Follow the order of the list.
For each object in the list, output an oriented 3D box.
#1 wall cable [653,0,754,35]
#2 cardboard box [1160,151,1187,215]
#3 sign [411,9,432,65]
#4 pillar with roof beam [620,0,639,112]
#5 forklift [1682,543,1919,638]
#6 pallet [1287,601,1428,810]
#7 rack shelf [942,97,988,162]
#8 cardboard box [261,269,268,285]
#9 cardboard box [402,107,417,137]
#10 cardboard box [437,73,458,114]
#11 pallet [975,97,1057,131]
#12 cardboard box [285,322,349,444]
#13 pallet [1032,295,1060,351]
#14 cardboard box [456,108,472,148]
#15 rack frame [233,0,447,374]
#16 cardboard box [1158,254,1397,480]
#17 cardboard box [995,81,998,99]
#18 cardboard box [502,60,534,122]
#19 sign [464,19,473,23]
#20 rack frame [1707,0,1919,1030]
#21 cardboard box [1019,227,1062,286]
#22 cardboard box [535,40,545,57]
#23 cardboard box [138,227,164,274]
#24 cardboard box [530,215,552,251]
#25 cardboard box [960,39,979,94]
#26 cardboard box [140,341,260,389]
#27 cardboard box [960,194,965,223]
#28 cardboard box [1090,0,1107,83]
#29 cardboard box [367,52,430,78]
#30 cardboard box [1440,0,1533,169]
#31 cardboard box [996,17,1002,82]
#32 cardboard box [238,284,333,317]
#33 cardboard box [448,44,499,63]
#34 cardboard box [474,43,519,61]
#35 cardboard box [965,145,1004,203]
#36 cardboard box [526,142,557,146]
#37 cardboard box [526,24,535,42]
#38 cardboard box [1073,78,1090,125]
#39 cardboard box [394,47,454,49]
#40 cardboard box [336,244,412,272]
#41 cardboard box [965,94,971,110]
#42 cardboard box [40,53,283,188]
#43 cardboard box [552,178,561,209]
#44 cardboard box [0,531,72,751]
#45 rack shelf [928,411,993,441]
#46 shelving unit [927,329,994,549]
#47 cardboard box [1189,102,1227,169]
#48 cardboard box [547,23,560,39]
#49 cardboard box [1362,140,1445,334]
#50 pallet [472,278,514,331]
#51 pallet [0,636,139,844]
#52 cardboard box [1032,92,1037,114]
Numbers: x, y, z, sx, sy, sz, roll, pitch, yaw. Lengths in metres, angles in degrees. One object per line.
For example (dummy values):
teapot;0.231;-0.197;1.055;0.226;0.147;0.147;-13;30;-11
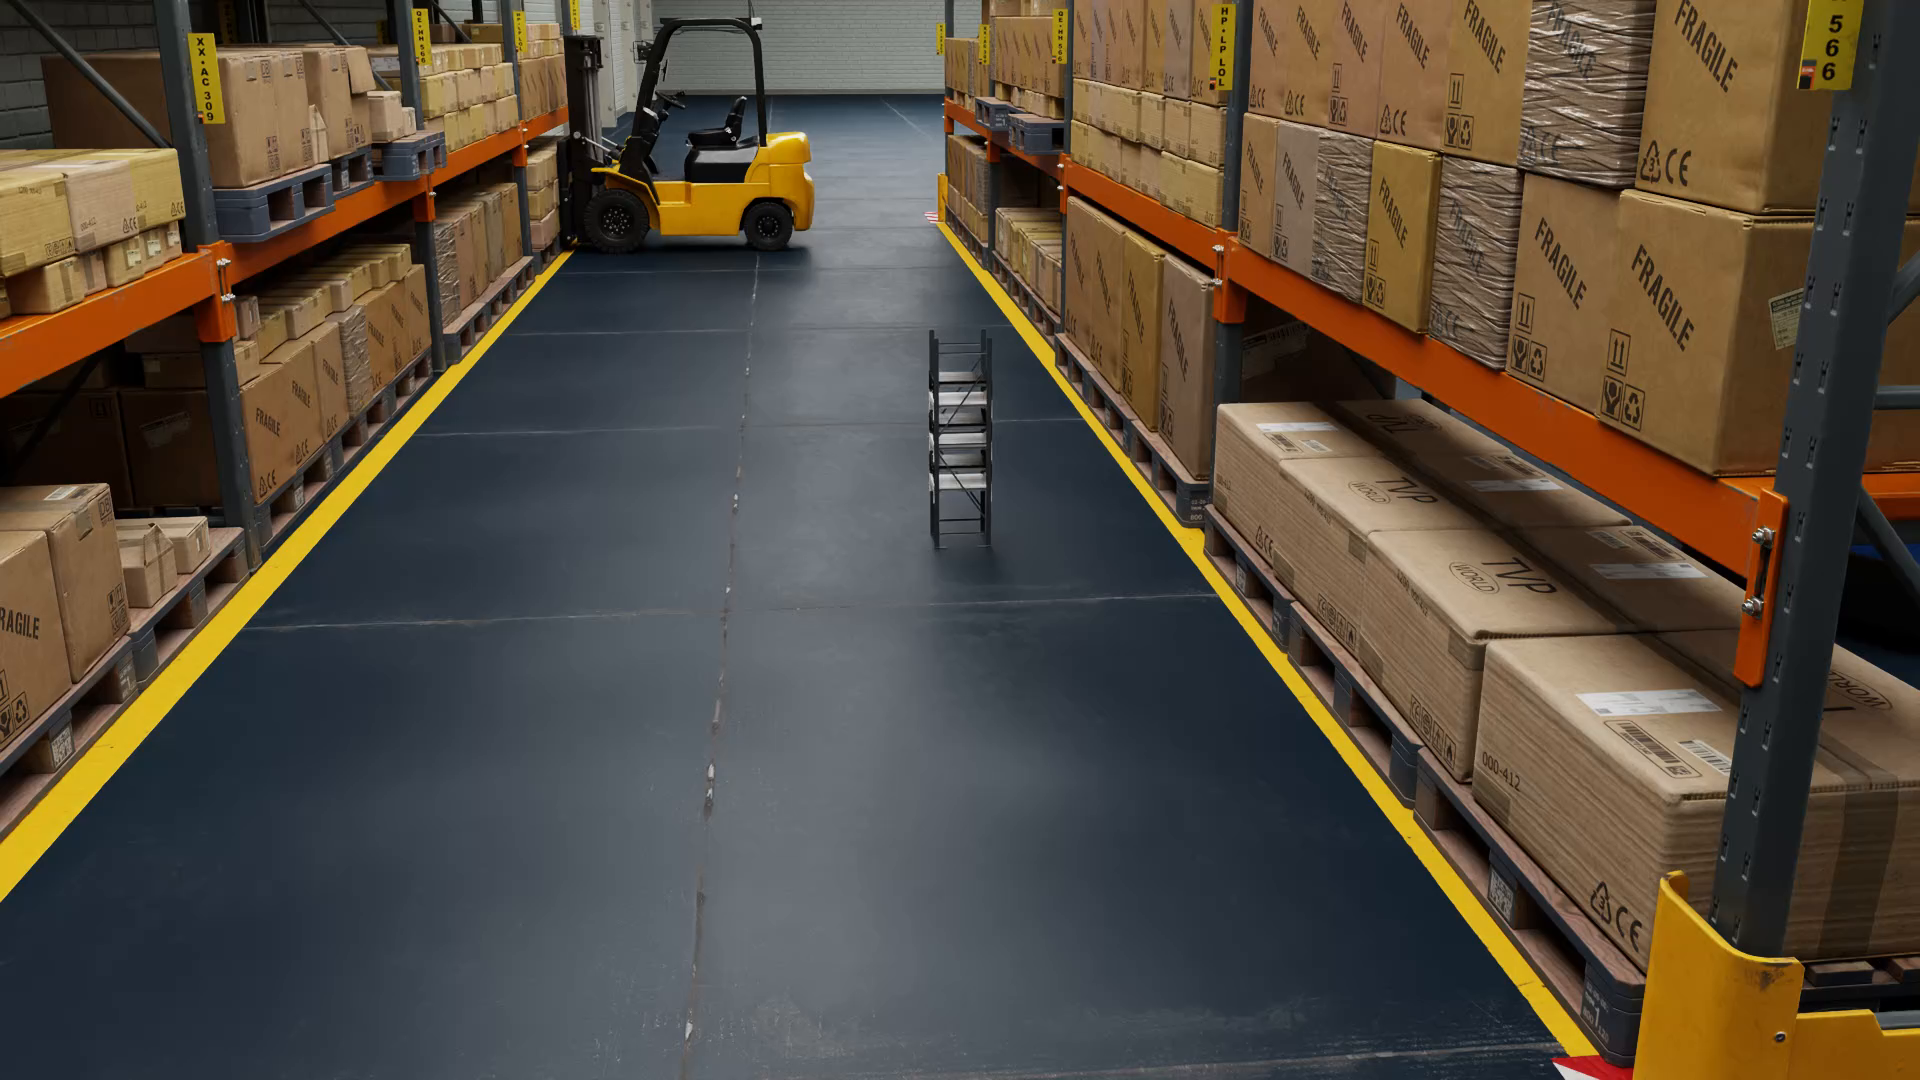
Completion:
wall cable;-7.505;-15.870;47.887;3.097;2.526;0.112;-2;18;-6
cardboard box;1.228;-1.653;7.685;0.500;0.250;0.500;-2;18;-6
sign;-3.234;-3.019;9.983;0.100;0.325;0.005;-2;18;-6
pillar with roof beam;-3.616;-14.778;39.226;9.100;9.000;0.400;-2;18;-6
forklift;4.325;-1.360;6.617;3.031;2.935;1.130;-13;21;-35
pallet;1.706;0.477;5.306;1.003;0.211;1.213;-2;18;-6
rack shelf;0.545;-4.083;16.376;1.077;0.370;4.000;-2;18;-6
cardboard box;-3.987;-1.401;9.021;0.380;0.149;0.250;-3;18;-8
cardboard box;-3.323;-2.381;9.471;0.380;0.149;0.250;-1;17;-5
cardboard box;-3.626;-2.940;10.950;0.500;0.250;0.500;-1;17;-4
pallet;0.686;-3.507;13.659;1.003;0.211;1.213;-2;18;-6
cardboard box;-3.298;-0.759;8.057;0.500;0.500;0.500;-2;18;-7
pallet;1.085;-1.541;11.734;1.003;0.211;1.213;-2;18;-6
cardboard box;-3.682;-2.856;11.516;0.500;0.250;0.500;-2;18;-7
rack frame;-3.773;-2.484;10.082;1.000;3.000;0.127;-2;18;-6
cardboard box;1.433;-0.816;7.614;0.875;0.875;0.875;-1;17;-4
cardboard box;0.494;-3.737;13.789;0.380;0.149;0.250;-2;17;-5
cardboard box;-3.971;-3.864;14.310;0.500;0.500;0.500;-2;18;-7
sign;-5.151;-5.303;17.484;0.100;0.325;0.005;-2;18;-6
rack frame;1.986;-0.255;2.982;0.949;2.616;0.053;-2;18;-6
cardboard box;0.959;-2.200;12.862;0.950;0.372;0.625;-1;17;-4
cardboard box;-4.096;-4.598;15.564;0.380;0.149;0.250;-2;18;-7
cardboard box;-3.028;-1.009;5.801;0.380;0.149;0.250;-1;17;-4
cardboard box;-3.906;-2.719;14.719;0.500;0.250;0.500;-2;18;-5
cardboard box;0.283;-4.605;16.174;0.500;0.500;0.500;-2;18;-7
cardboard box;-3.133;-0.725;6.867;0.380;0.149;0.250;-1;17;-3
cardboard box;0.261;-3.347;16.721;0.500;0.250;0.500;-1;17;-2
cardboard box;1.032;-2.862;9.448;0.500;0.500;0.500;-2;18;-5
cardboard box;-3.513;-2.946;10.302;0.380;0.149;0.250;-1;17;-4
cardboard box;1.572;-1.219;4.214;0.500;0.500;0.500;-2;18;-6
cardboard box;0.567;-3.923;13.299;0.500;0.500;0.500;-2;18;-5
cardboard box;-3.386;-1.191;8.354;0.380;0.149;0.250;-2;18;-5
cardboard box;-3.885;-3.862;13.221;0.380;0.149;0.250;-2;18;-6
cardboard box;-3.957;-4.136;14.095;0.380;0.149;0.250;-2;18;-7
cardboard box;0.316;-3.548;16.109;0.500;0.500;0.500;-1;17;-3
cardboard box;-4.120;-3.804;16.505;0.500;0.250;0.500;-2;17;-5
cardboard box;-4.000;-4.510;14.788;0.380;0.149;0.250;-1;17;-4
cardboard box;0.971;-2.647;10.017;0.500;0.250;0.500;-2;18;-6
cardboard box;-3.779;-3.404;11.763;0.380;0.149;0.250;-2;18;-6
cardboard box;-3.470;-1.662;9.853;0.380;0.149;0.250;-3;18;-8
cardboard box;0.248;-4.252;16.133;0.380;0.149;0.250;-2;18;-5
cardboard box;-3.188;-1.692;6.690;0.700;0.500;0.500;-1;17;-4
cardboard box;-4.022;-3.257;15.598;0.500;0.250;0.500;-2;18;-6
cardboard box;-2.921;0.290;4.718;0.500;0.500;0.500;-1;17;-5
rack shelf;0.001;-0.481;7.018;0.258;0.077;0.200;-2;18;-6
shelving unit;0.001;-0.427;7.035;0.258;0.900;0.210;-2;18;-6
cardboard box;1.289;-1.738;7.120;0.500;0.250;0.500;-2;18;-6
cardboard box;-4.241;-5.117;16.722;0.380;0.149;0.250;-1;17;-4
cardboard box;1.510;-0.895;4.853;0.500;0.500;0.500;-1;17;-4
pallet;-3.942;-1.763;12.440;1.003;0.211;1.213;-2;18;-6
pallet;-3.161;0.607;4.892;1.003;0.211;1.213;-2;18;-6
cardboard box;0.708;-3.036;11.559;0.380;0.149;0.250;-3;18;-8
